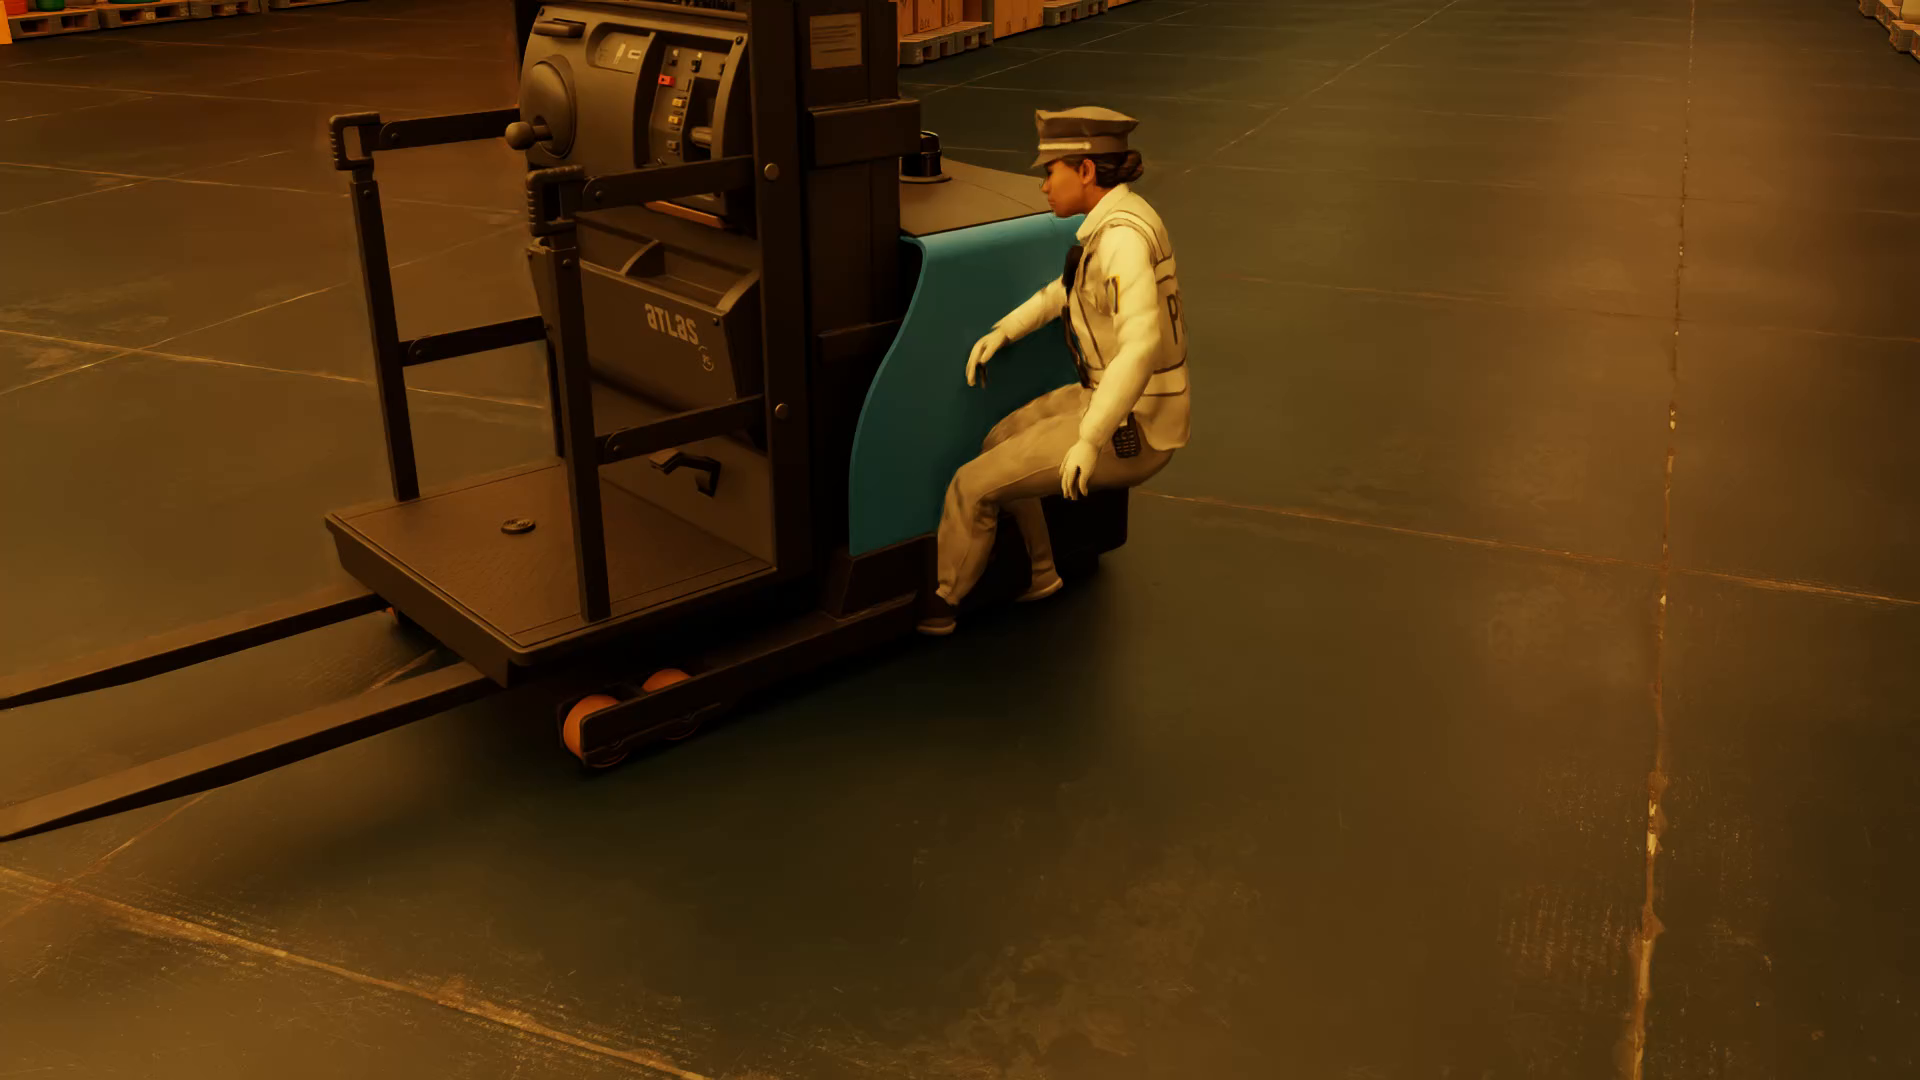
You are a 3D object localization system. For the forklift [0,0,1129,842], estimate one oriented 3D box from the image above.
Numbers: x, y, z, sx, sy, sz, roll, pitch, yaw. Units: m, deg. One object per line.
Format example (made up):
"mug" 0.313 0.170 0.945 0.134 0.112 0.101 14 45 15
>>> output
"forklift" -0.946 -1.055 3.817 3.031 2.935 1.130 -19 29 -38

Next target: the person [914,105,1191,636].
"person" 0.152 -0.343 4.200 0.857 1.453 0.738 2 23 5
